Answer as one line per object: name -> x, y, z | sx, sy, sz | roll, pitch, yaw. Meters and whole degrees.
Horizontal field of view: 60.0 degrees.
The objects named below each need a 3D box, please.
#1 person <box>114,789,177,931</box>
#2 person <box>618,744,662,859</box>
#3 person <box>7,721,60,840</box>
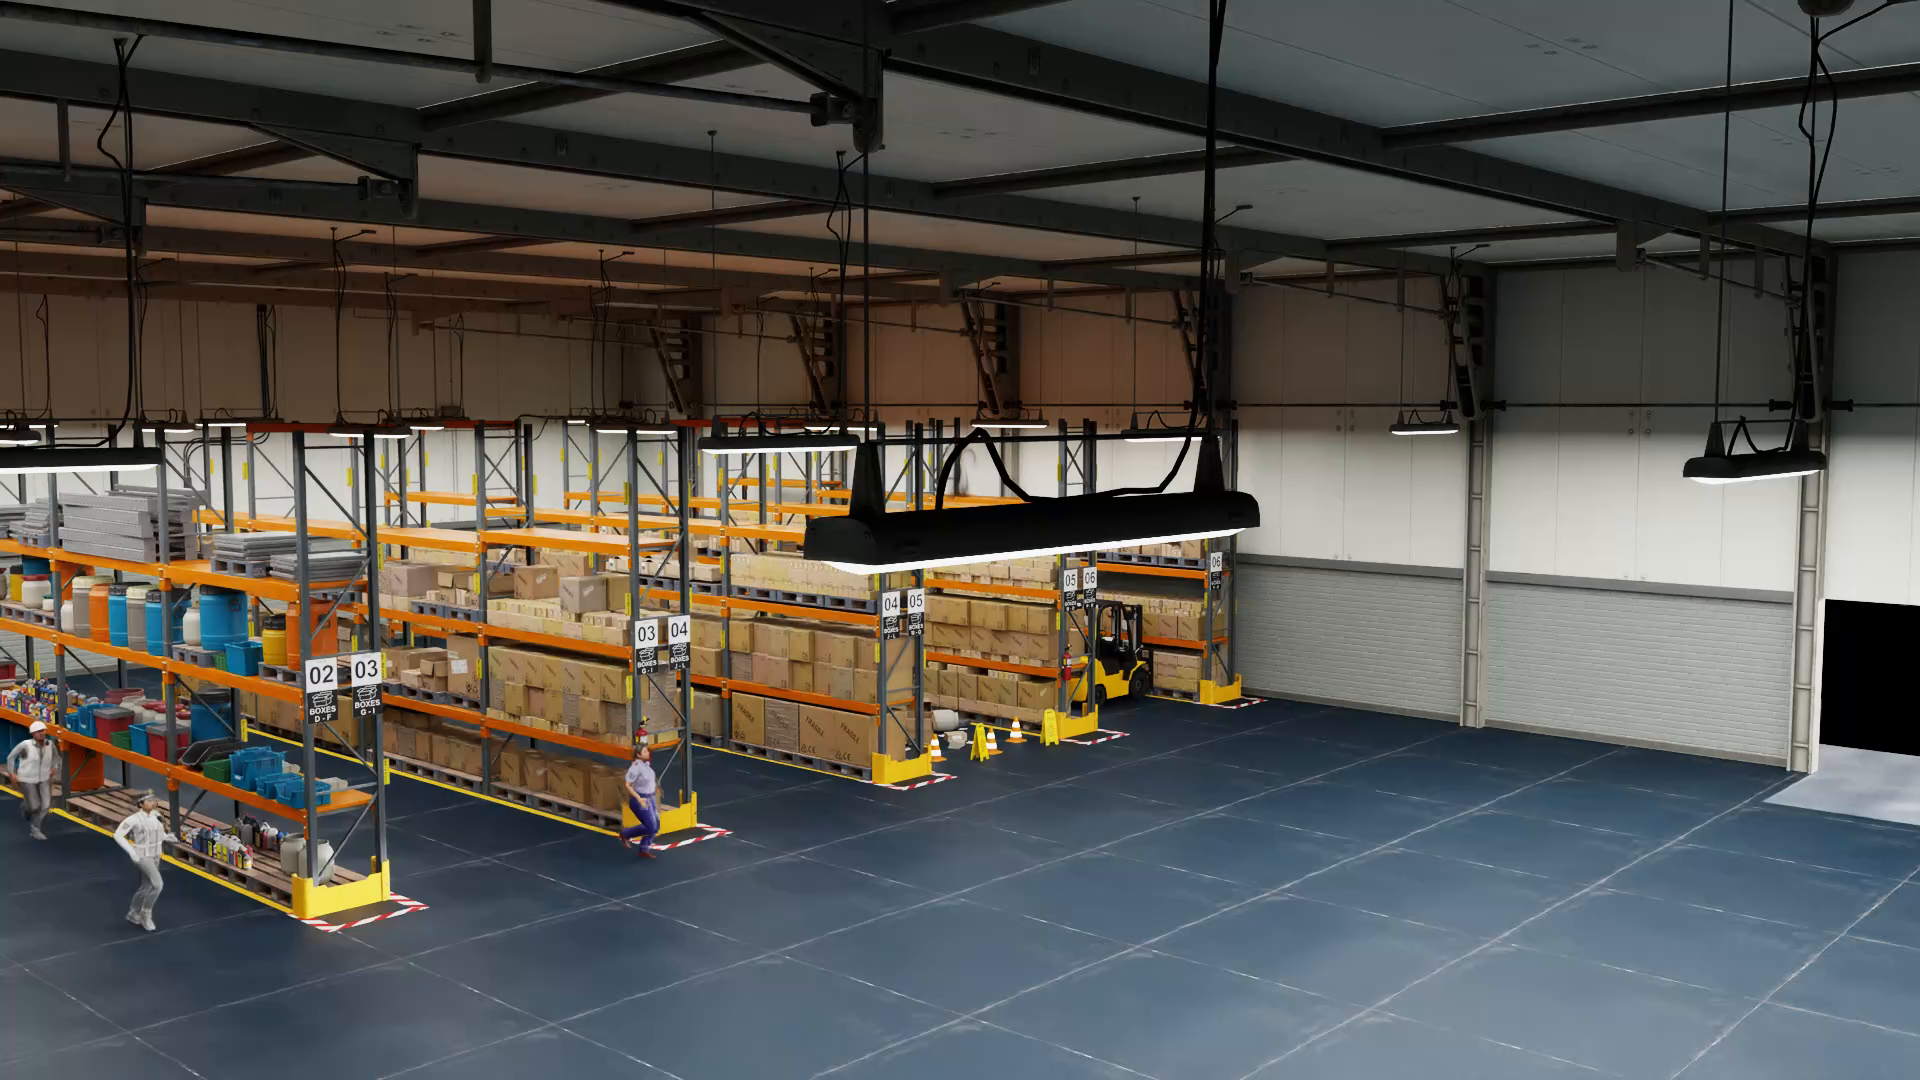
person -> -9.801, 3.855, 20.085 | 0.682, 1.716, 0.588 | 1, 5, 12
person -> -4.460, 3.653, 23.205 | 0.558, 1.605, 0.618 | 1, 5, 10
person -> -13.528, 3.503, 24.315 | 0.693, 1.733, 0.691 | 4, 6, 40
